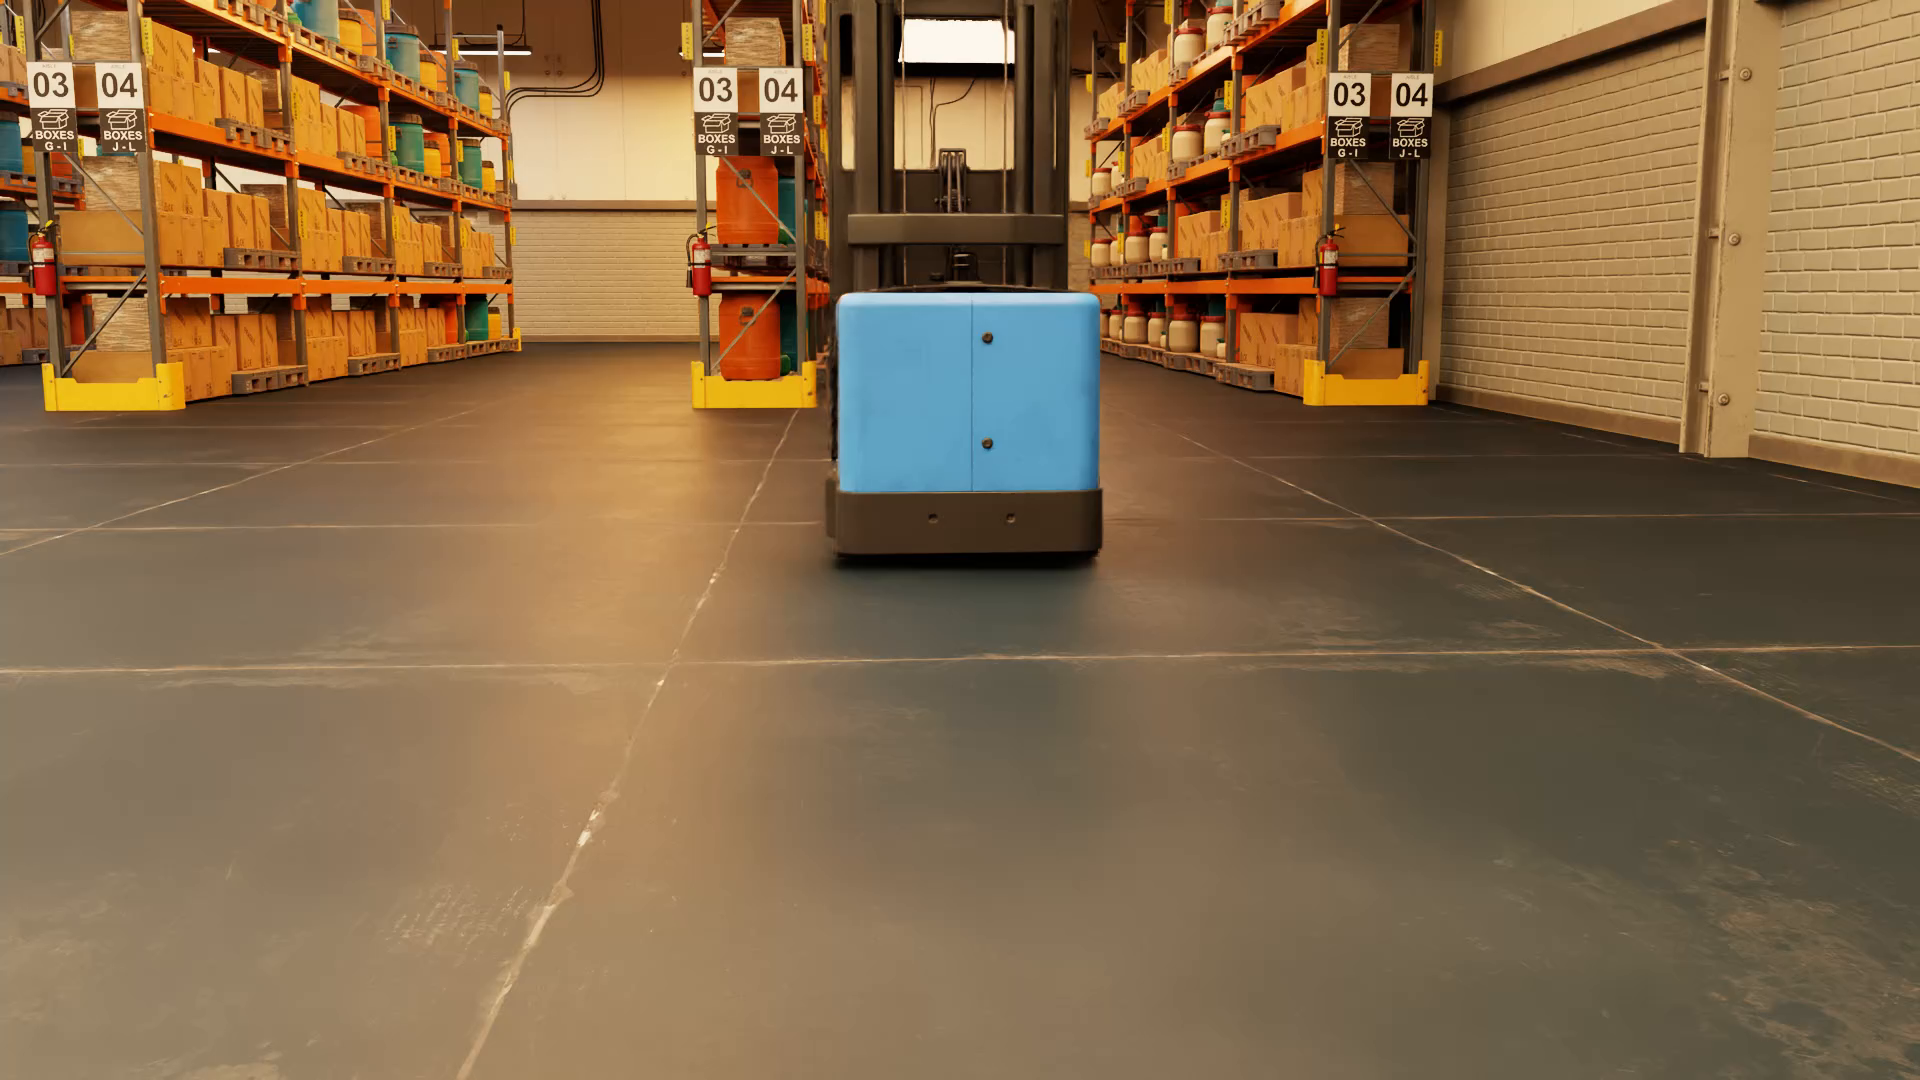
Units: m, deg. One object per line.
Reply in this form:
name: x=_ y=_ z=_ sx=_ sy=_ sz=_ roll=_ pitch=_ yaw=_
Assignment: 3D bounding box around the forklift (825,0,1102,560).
forklift: x=-0.073 y=-1.549 z=7.764 sx=1.130 sy=2.935 sz=3.031 roll=-1 pitch=8 yaw=-5
